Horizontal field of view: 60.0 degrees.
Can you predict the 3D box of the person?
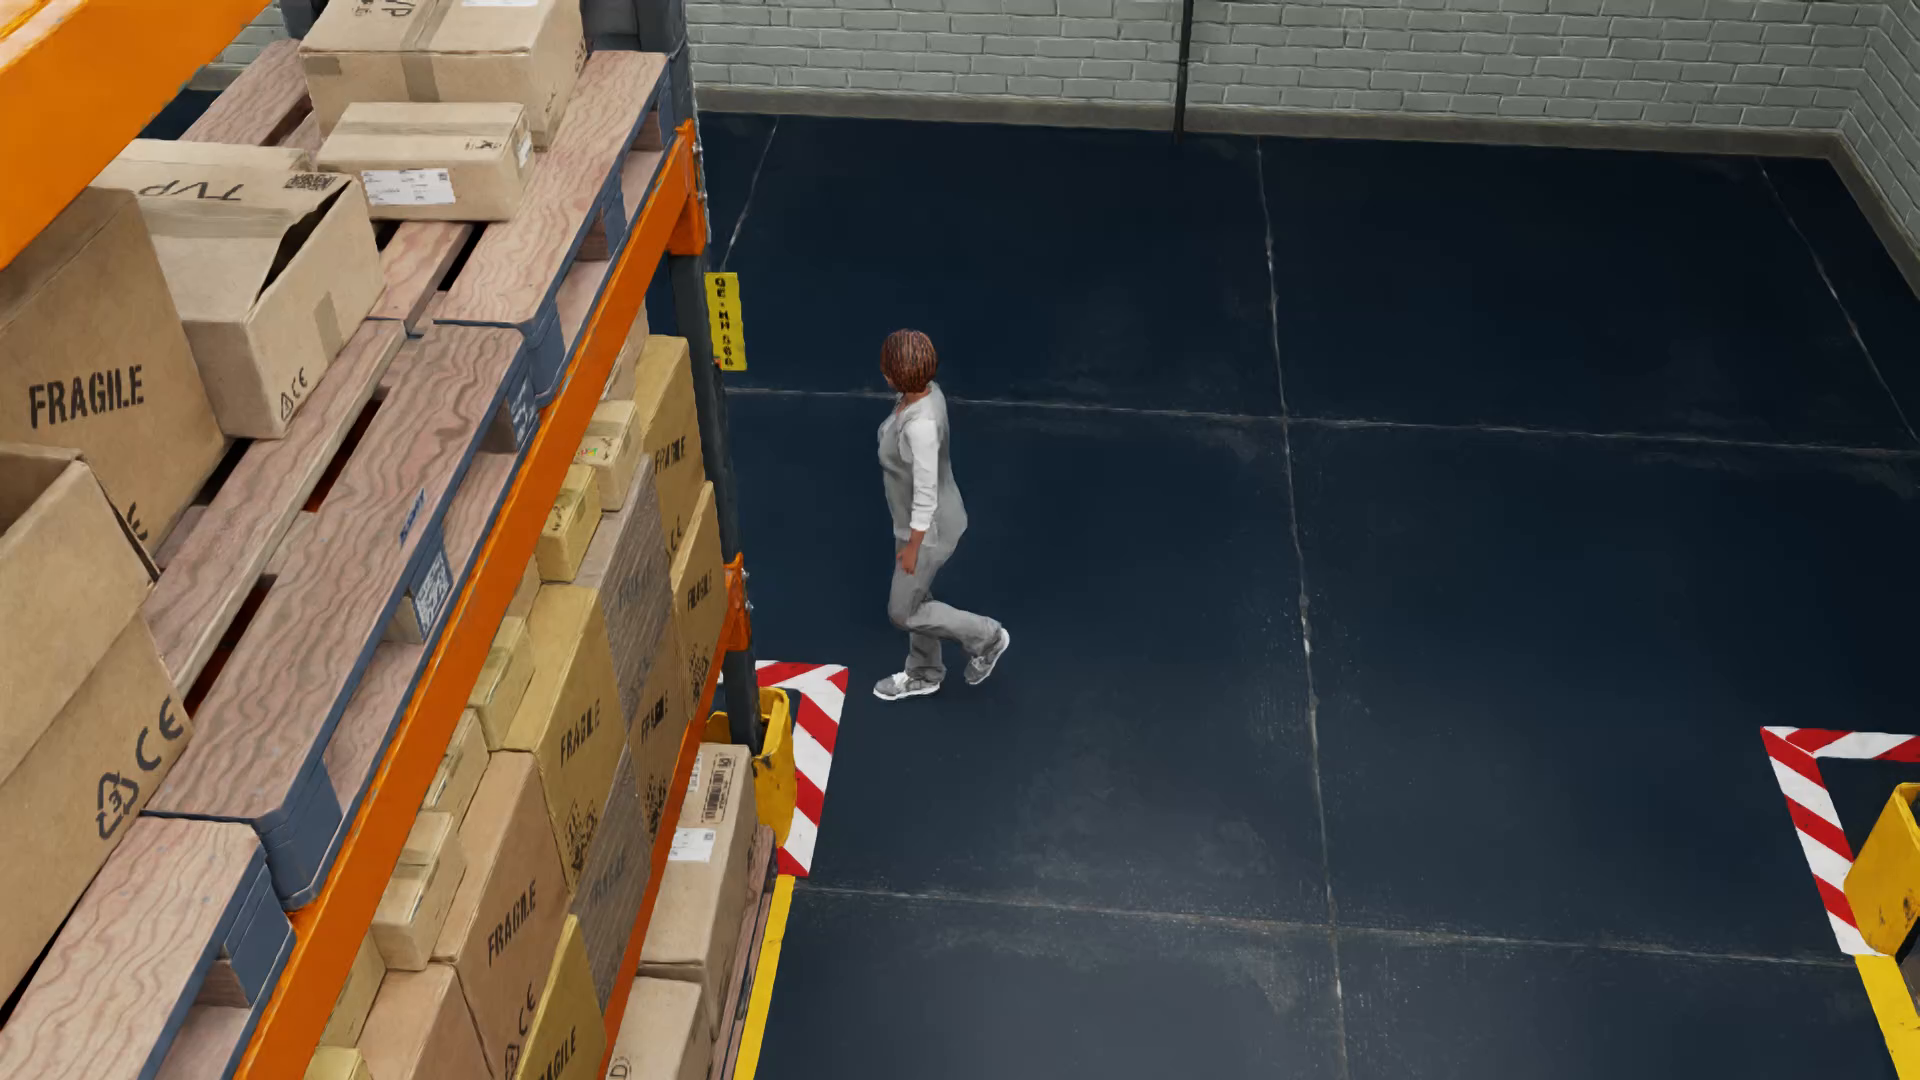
[{"bbox_3d":[-0.091,-0.060,6.251,0.544,1.566,0.463,-4,41,-5],"label":"person"}]
